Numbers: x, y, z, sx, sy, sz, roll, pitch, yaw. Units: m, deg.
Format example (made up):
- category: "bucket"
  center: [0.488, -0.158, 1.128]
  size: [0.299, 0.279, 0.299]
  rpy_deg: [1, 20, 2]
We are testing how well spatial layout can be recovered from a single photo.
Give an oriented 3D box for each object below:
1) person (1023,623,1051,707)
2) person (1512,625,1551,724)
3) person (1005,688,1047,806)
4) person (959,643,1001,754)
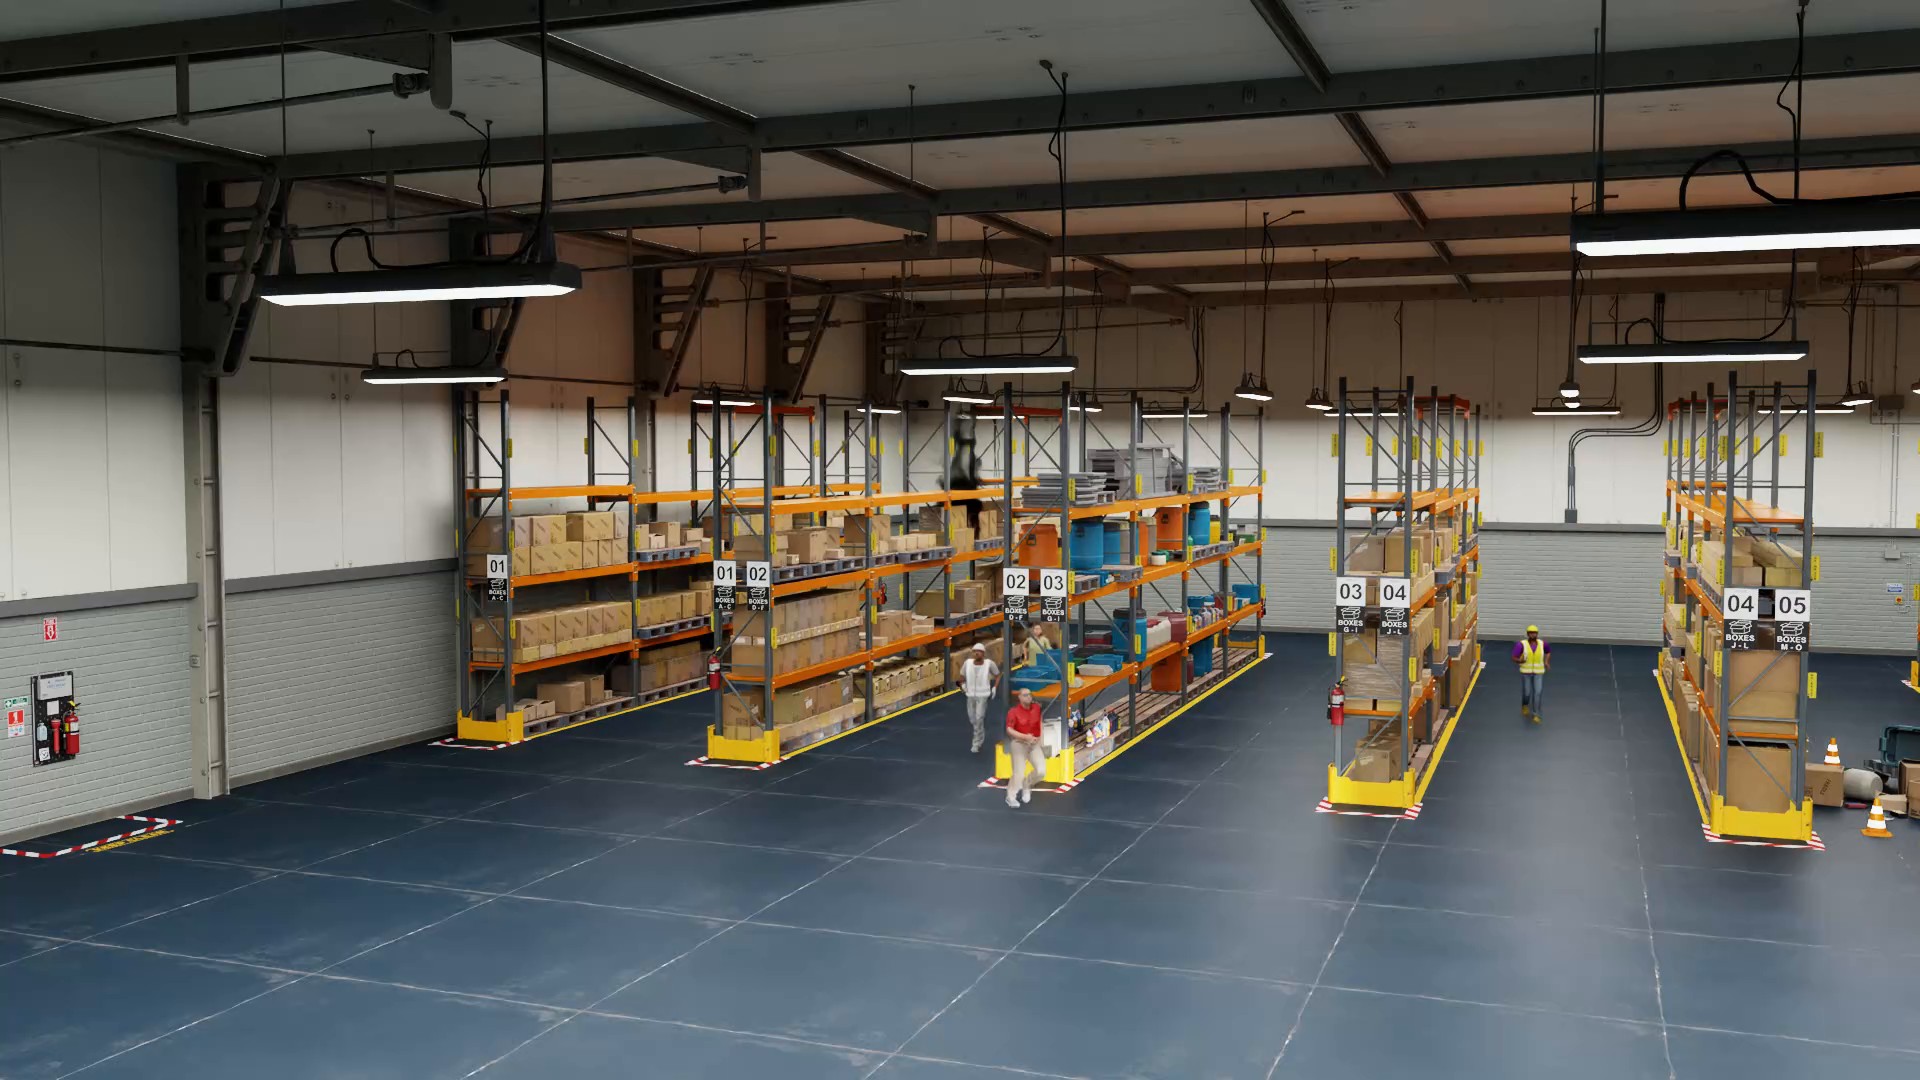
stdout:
- category: "person"
  center: [1.467, 2.415, 31.761]
  size: [0.549, 1.659, 0.656]
  rpy_deg: [0, 3, 4]
- category: "person"
  center: [10.404, 2.417, 30.247]
  size: [0.703, 1.739, 1.007]
  rpy_deg: [1, 3, 11]
- category: "person"
  center: [0.941, 2.882, 23.076]
  size: [0.689, 1.682, 0.771]
  rpy_deg: [-2, 4, -28]
- category: "person"
  center: [0.308, 2.599, 27.618]
  size: [0.682, 1.777, 0.885]
  rpy_deg: [1, 3, 18]
